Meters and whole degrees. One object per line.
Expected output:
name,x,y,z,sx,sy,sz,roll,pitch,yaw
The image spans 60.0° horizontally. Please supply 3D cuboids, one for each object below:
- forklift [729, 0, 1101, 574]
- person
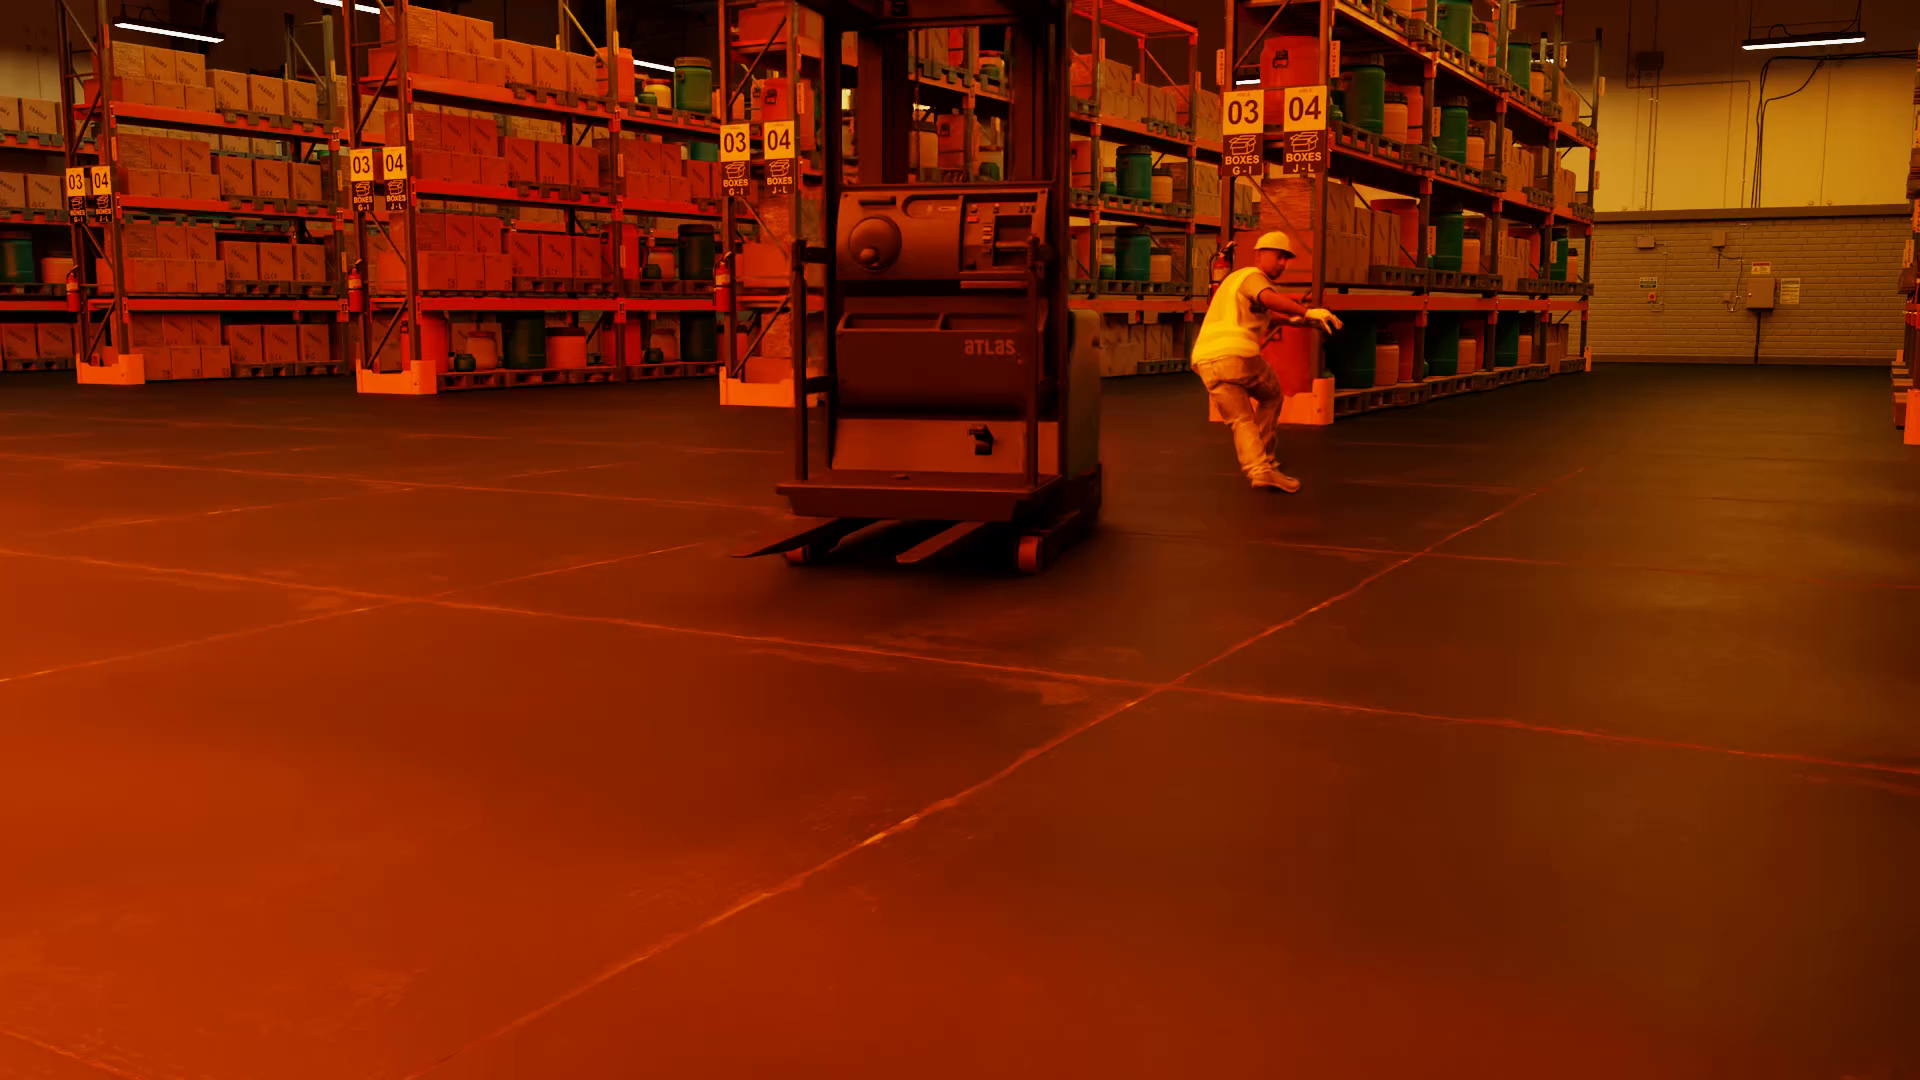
forklift,-0.127,-1.368,7.006,1.130,2.935,3.031,2,8,13
person,1.914,-1.044,9.820,1.049,1.540,1.005,-6,10,-35
